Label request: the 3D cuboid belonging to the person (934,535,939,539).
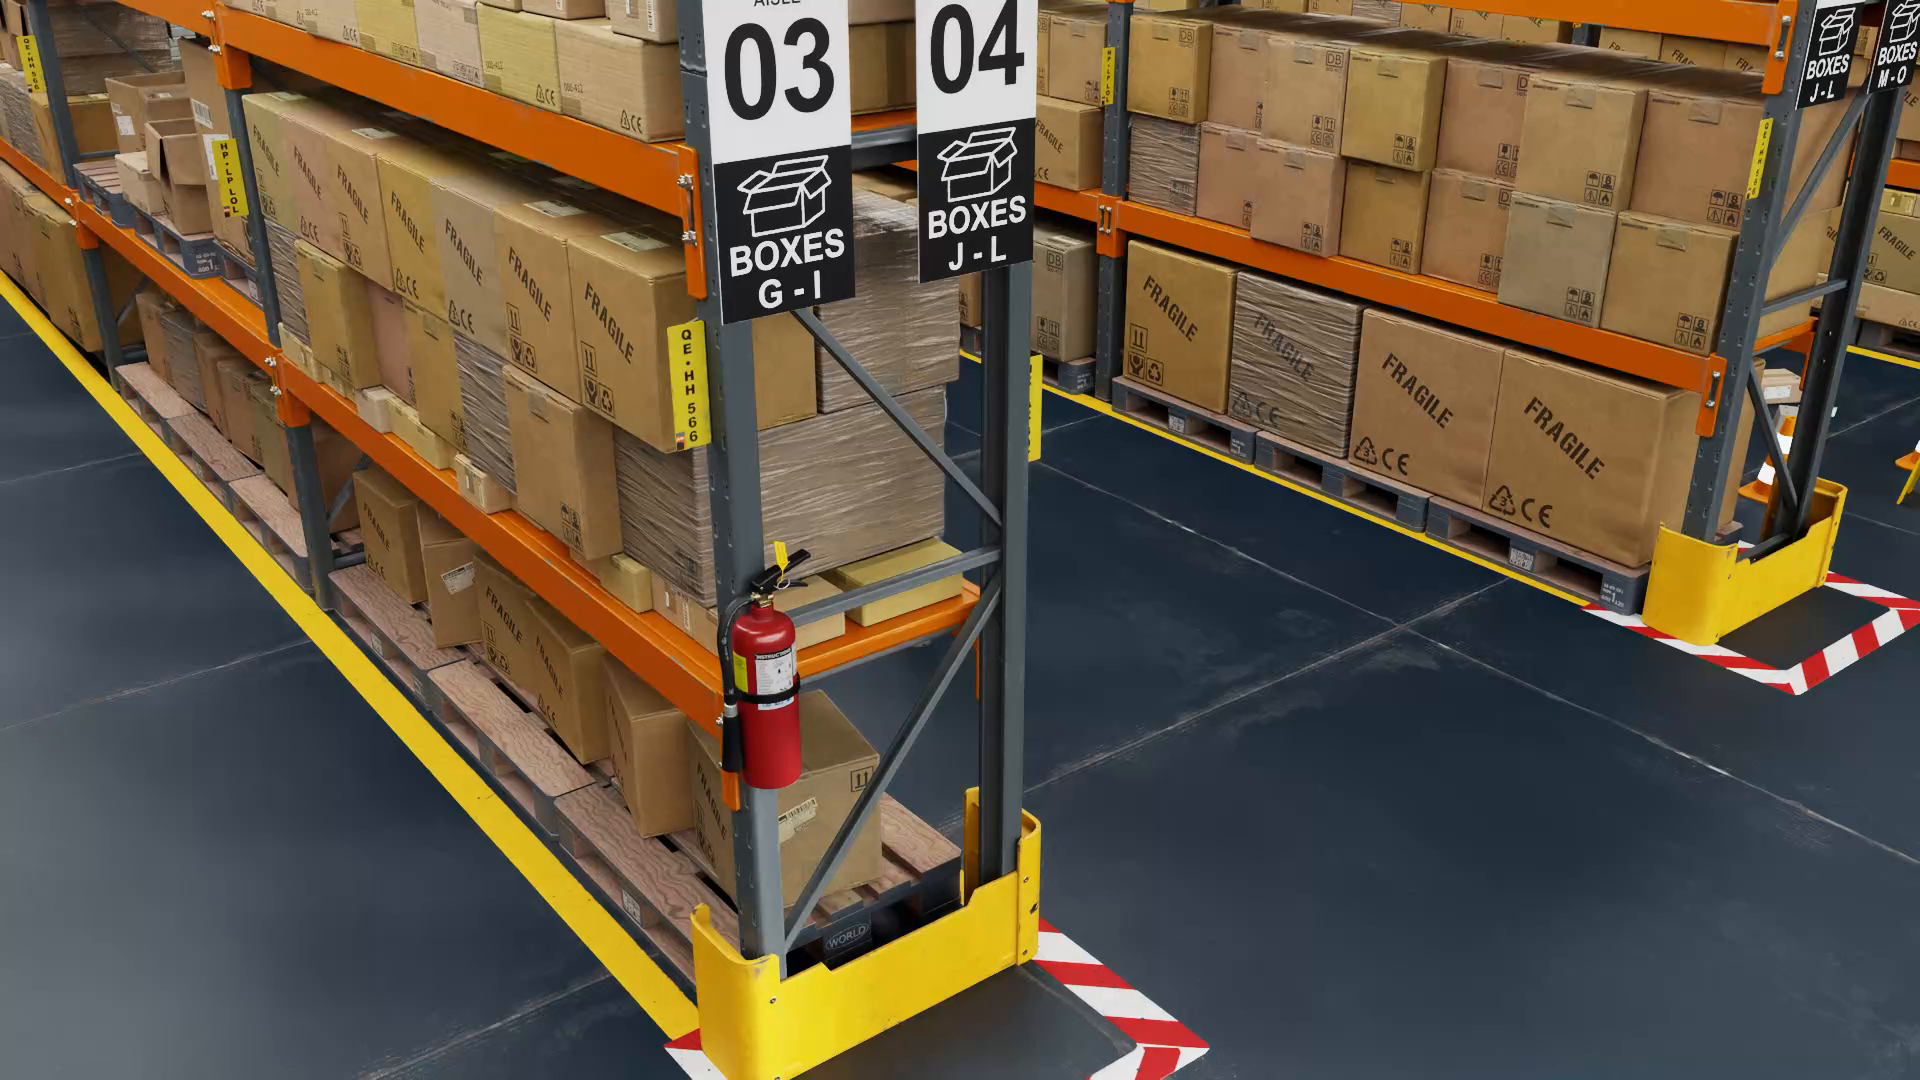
[{"bbox_3d":[-0.414,-0.633,7.966,0.586,1.778,0.691,-14,28,-28],"label":"person"}]
